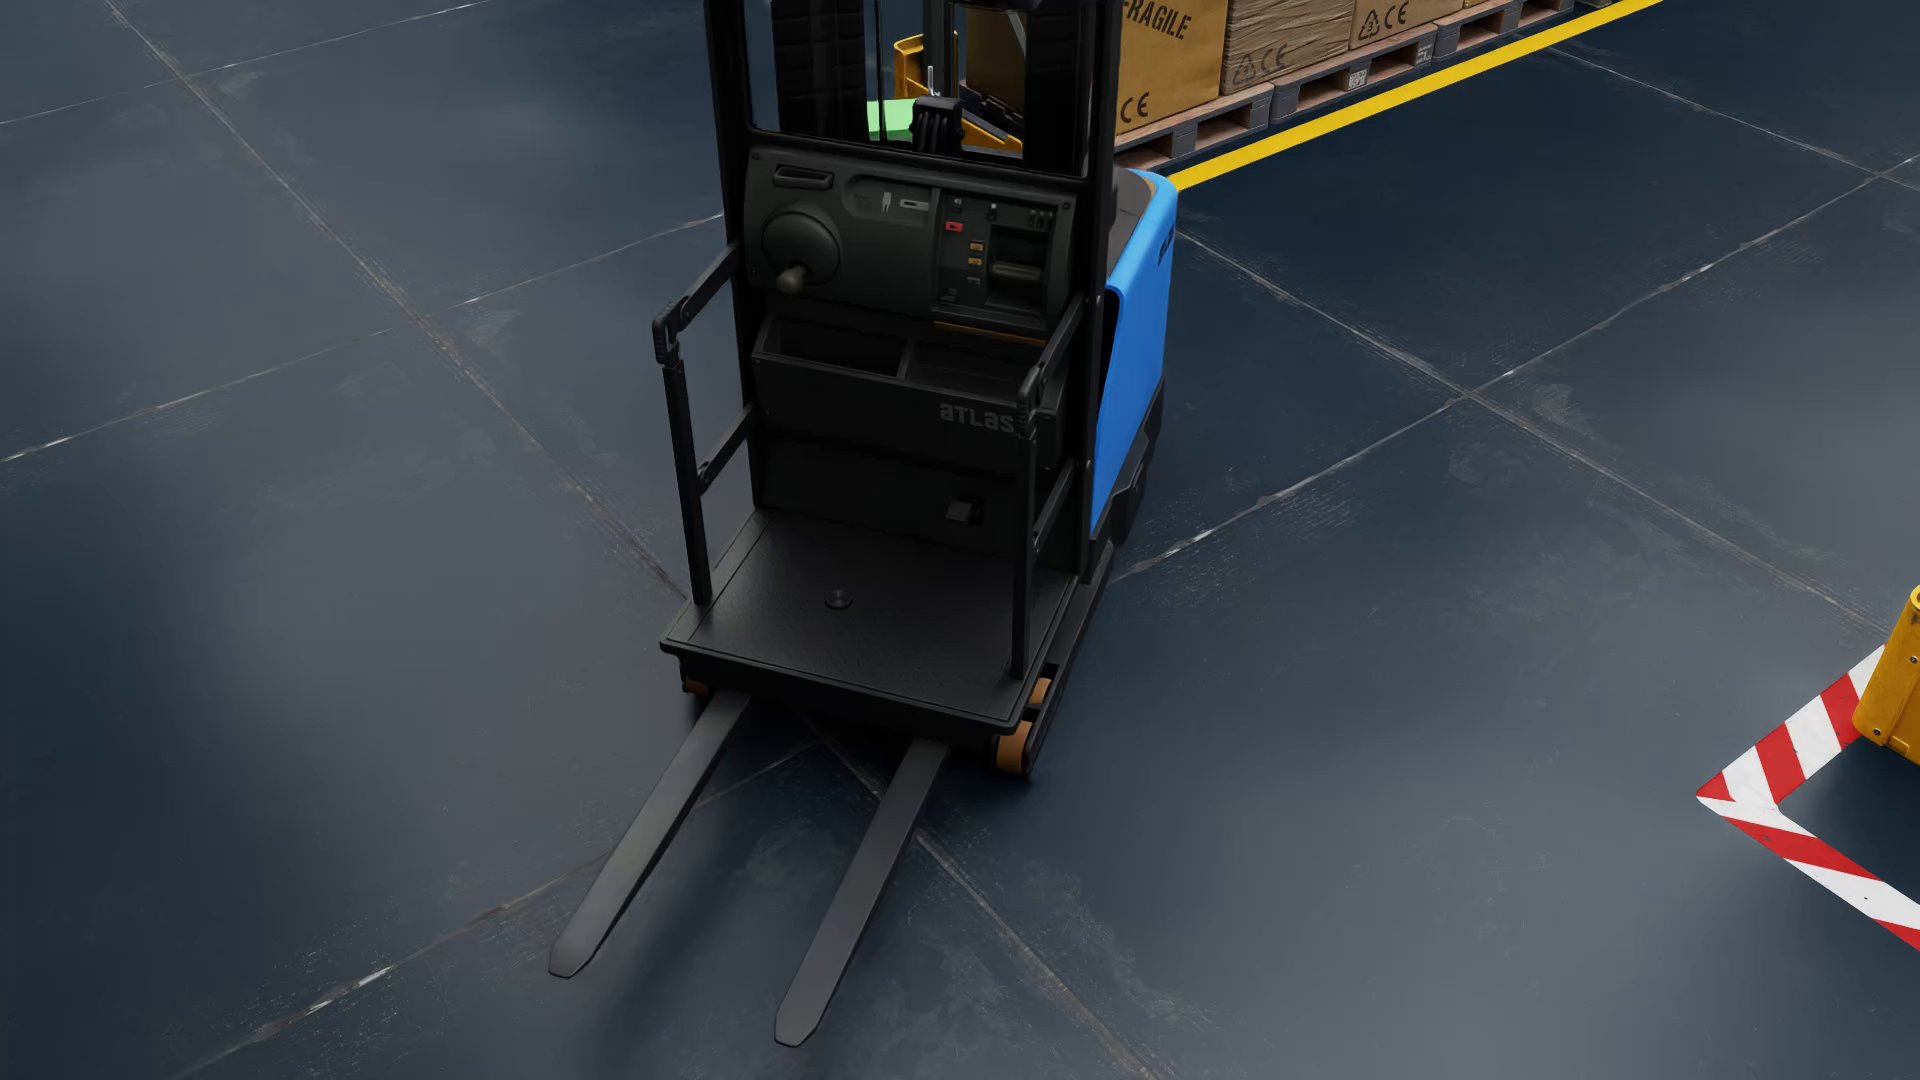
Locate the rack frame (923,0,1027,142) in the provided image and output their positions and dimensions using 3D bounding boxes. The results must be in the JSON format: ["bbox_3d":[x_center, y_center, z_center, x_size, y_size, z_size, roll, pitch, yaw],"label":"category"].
[{"bbox_3d":[0.177,-2.881,6.897,0.127,3.000,1.000,-26,46,-28],"label":"rack frame"}]

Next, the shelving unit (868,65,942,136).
[{"bbox_3d":[-0.329,-1.127,6.178,0.503,1.200,0.258,-5,40,-7],"label":"shelving unit"}]

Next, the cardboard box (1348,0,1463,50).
[{"bbox_3d":[2.063,-3.205,8.636,0.875,0.875,0.875,-26,46,-28],"label":"cardboard box"}]

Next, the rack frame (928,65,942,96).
[{"bbox_3d":[-0.088,-1.150,6.205,0.015,1.200,0.240,-5,40,-7],"label":"rack frame"}]

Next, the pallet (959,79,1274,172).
[{"bbox_3d":[0.764,-2.151,8.206,1.213,0.211,1.003,-26,46,-28],"label":"pallet"}]

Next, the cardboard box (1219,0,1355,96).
[{"bbox_3d":[1.358,-2.861,8.217,0.875,0.875,0.875,-26,46,-28],"label":"cardboard box"}]

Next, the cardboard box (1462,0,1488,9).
[{"bbox_3d":[2.777,-3.553,9.060,0.875,0.875,0.875,-26,46,-28],"label":"cardboard box"}]

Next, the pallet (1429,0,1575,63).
[{"bbox_3d":[2.698,-3.094,9.356,1.213,0.211,1.003,-26,46,-28],"label":"pallet"}]

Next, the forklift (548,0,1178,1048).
[{"bbox_3d":[-0.214,-0.736,4.337,1.130,2.935,3.031,12,41,14],"label":"forklift"}]

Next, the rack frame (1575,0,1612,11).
[{"bbox_3d":[3.349,-4.427,8.782,0.127,3.000,1.000,-26,46,-28],"label":"rack frame"}]

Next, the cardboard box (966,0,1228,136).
[{"bbox_3d":[0.636,-2.510,7.788,0.875,0.875,0.875,-26,46,-28],"label":"cardboard box"}]

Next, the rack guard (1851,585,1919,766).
[{"bbox_3d":[3.184,0.592,4.634,0.348,0.500,1.175,-26,46,-28],"label":"rack guard"}]

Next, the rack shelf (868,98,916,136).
[{"bbox_3d":[-0.329,-1.449,5.914,0.480,0.148,0.258,-5,40,-7],"label":"rack shelf"}]

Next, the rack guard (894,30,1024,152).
[{"bbox_3d":[0.158,-1.905,7.679,0.348,0.500,1.175,-26,46,-28],"label":"rack guard"}]

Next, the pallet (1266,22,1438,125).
[{"bbox_3d":[1.730,-2.620,8.778,1.213,0.211,1.003,-26,46,-28],"label":"pallet"}]
